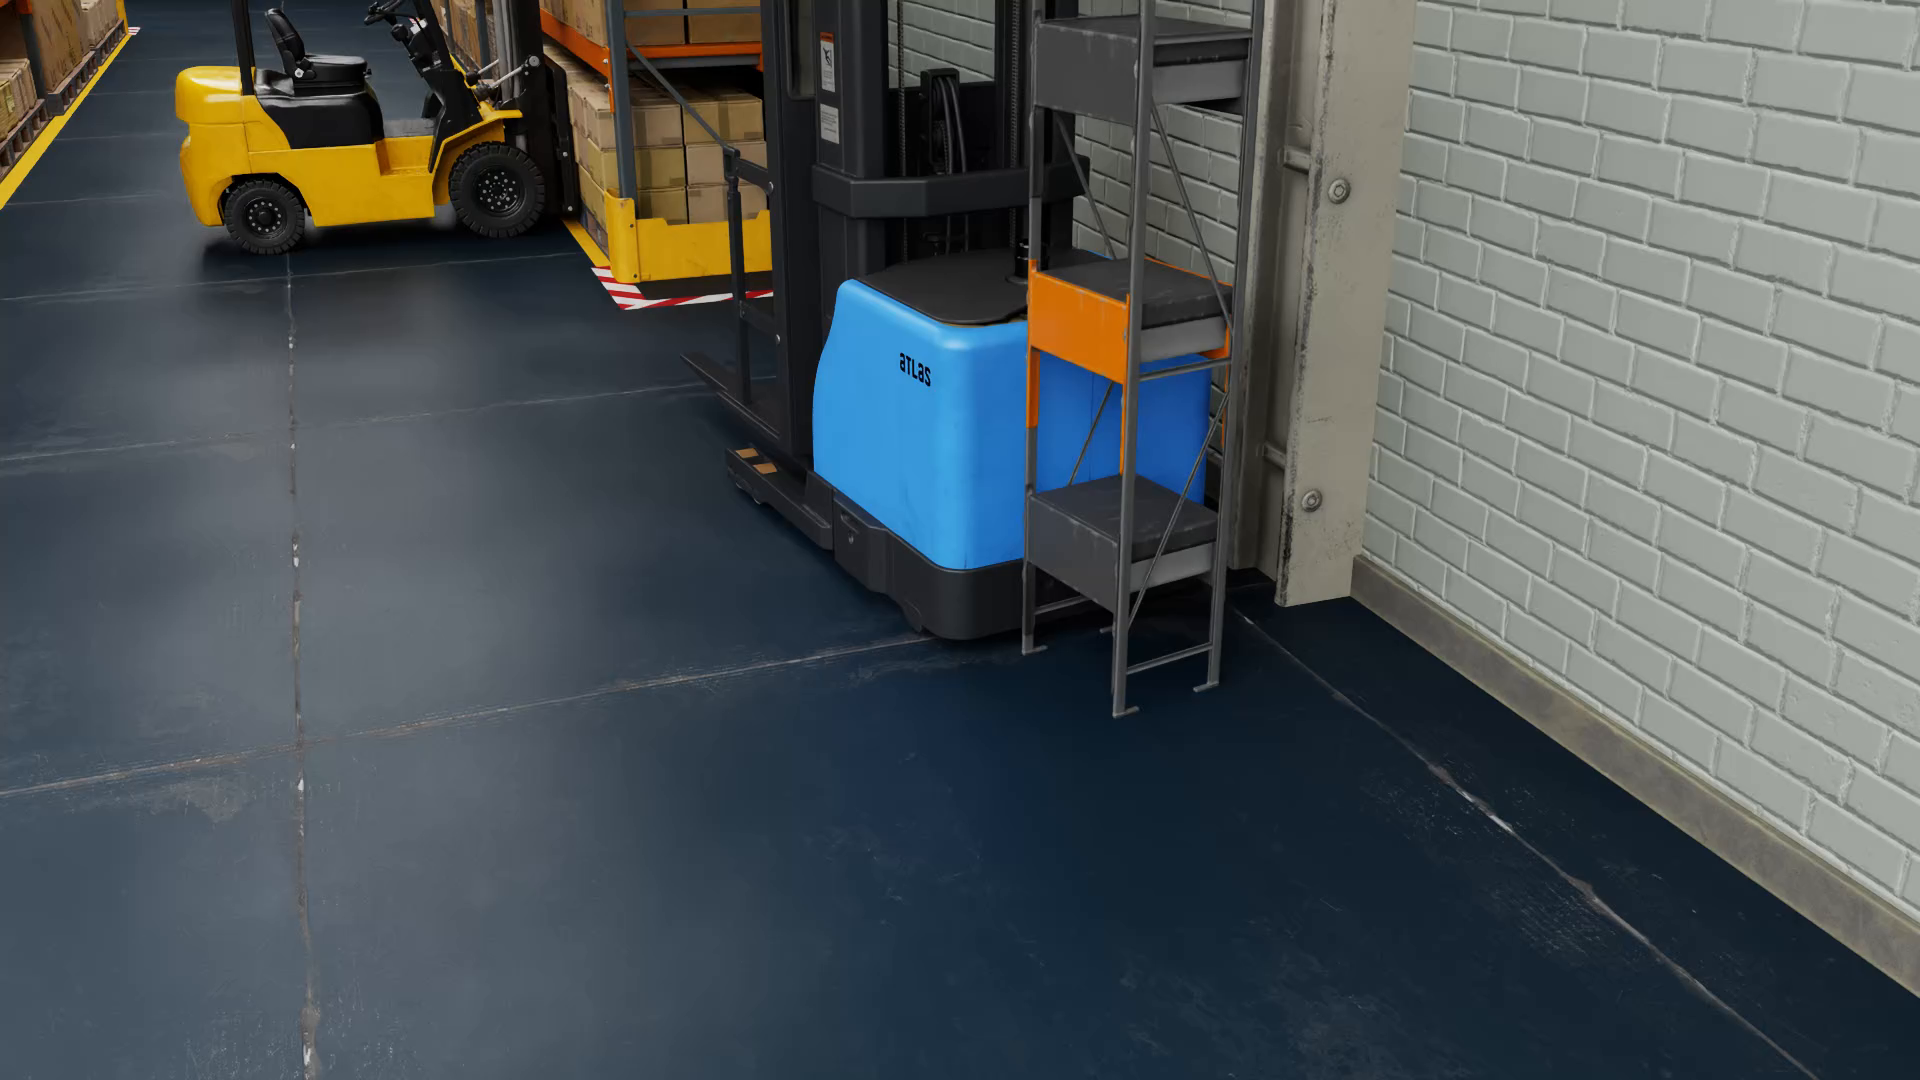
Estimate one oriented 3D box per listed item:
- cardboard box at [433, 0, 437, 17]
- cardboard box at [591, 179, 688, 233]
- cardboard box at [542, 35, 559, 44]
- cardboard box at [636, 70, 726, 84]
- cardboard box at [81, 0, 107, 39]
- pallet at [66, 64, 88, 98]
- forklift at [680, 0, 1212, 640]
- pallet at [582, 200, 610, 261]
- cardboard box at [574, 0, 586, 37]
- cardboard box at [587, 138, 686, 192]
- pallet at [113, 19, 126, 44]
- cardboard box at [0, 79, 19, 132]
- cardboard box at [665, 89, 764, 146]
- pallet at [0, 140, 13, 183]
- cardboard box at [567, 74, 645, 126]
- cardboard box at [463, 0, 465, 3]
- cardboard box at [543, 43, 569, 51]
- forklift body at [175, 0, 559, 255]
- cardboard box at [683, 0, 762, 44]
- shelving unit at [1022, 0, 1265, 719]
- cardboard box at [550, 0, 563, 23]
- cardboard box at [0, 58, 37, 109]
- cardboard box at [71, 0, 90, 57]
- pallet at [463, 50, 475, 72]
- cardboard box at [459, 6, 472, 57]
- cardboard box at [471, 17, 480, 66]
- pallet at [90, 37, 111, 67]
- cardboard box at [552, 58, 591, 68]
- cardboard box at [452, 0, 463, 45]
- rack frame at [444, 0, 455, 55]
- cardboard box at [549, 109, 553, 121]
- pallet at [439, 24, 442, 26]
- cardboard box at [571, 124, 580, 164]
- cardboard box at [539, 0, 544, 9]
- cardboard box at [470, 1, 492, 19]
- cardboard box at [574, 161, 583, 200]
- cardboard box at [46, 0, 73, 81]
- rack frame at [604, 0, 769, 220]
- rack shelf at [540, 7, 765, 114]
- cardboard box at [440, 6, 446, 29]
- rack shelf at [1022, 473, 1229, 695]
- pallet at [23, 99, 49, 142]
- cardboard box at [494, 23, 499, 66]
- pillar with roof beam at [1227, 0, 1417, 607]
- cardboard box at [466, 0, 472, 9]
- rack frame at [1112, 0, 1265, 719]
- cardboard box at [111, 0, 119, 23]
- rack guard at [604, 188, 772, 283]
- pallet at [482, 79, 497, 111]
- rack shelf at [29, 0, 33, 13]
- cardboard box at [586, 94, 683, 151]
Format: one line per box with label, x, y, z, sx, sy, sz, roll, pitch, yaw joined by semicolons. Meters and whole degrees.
cardboard box;-6.705;-7.146;22.021;0.500;0.500;0.500;-8;24;-18
cardboard box;-2.001;-2.102;10.375;0.500;0.250;0.500;-8;24;-19
cardboard box;-3.414;-4.072;14.566;0.875;0.625;0.625;-9;24;-20
cardboard box;-1.878;-3.000;11.218;0.500;0.250;0.500;-9;24;-19
cardboard box;-10.859;-6.307;20.110;0.875;0.438;0.875;-9;25;-21
pallet;-9.643;-4.727;17.193;1.003;0.211;1.213;-8;24;-19
forklift;-0.295;-1.564;6.187;1.130;2.935;3.031;-12;26;-26
pallet;-1.848;-2.035;10.807;1.003;0.211;1.213;-8;24;-19
cardboard box;-2.133;-3.427;10.390;0.500;0.500;0.500;-8;24;-17
cardboard box;-2.004;-2.339;10.293;0.500;0.250;0.500;-9;24;-20
pallet;-11.478;-6.615;21.672;1.003;0.211;1.213;-8;24;-19
cardboard box;-8.287;-3.505;13.547;0.950;0.372;0.625;-8;24;-17
cardboard box;-1.532;-2.636;10.354;0.500;0.250;0.500;-9;24;-20
pallet;-7.871;-2.817;12.662;1.003;0.211;1.213;-8;24;-19
cardboard box;-2.367;-2.927;11.044;0.500;0.250;0.500;-8;24;-18
cardboard box;-5.466;-6.207;18.956;0.380;0.149;0.250;-8;24;-19
cardboard box;-3.075;-3.670;12.807;0.500;0.250;0.500;-9;24;-20
forklift body;-3.916;-3.096;10.826;2.313;2.155;1.214;-8;24;-19
cardboard box;-1.454;-3.312;10.118;0.500;0.500;0.500;-8;24;-17
shelving unit;0.502;-0.556;4.866;0.431;2.100;0.503;-14;26;-29
cardboard box;-2.502;-3.794;11.261;0.500;0.500;0.500;-8;24;-19
cardboard box;-8.817;-4.049;14.836;0.950;0.372;0.625;-10;25;-23
cardboard box;-10.127;-5.726;18.169;0.875;0.875;0.875;-8;24;-17
pallet;-5.021;-5.389;18.764;1.003;0.211;1.213;-8;24;-19
cardboard box;-5.271;-5.680;18.542;0.500;0.500;0.500;-9;25;-21
cardboard box;-4.883;-5.304;17.650;0.500;0.500;0.500;-9;24;-20
pallet;-10.616;-5.728;19.568;1.003;0.211;1.213;-8;24;-19
cardboard box;-2.717;-3.304;11.938;0.500;0.250;0.500;-7;24;-17
cardboard box;-5.621;-6.051;19.423;0.500;0.500;0.500;-9;24;-20
rack frame;-5.778;-7.408;19.965;1.000;3.000;0.127;-8;24;-19
cardboard box;-2.724;-3.073;12.036;0.500;0.250;0.500;-9;24;-19
pallet;-6.455;-6.817;22.152;1.003;0.211;1.213;-8;24;-19
cardboard box;-2.373;-2.707;11.167;0.500;0.250;0.500;-9;24;-20
cardboard box;-2.840;-4.164;12.138;0.500;0.500;0.500;-8;24;-18
cardboard box;-4.902;-5.535;17.363;0.380;0.149;0.250;-10;25;-22
cardboard box;-2.336;-2.467;11.241;0.500;0.250;0.500;-8;24;-18
cardboard box;-9.485;-5.074;16.621;0.875;0.875;0.875;-8;24;-18
rack frame;-1.539;-3.048;9.620;1.000;3.000;0.127;-8;24;-19
rack shelf;-2.246;-3.443;11.484;1.077;0.370;4.000;-8;24;-19
cardboard box;-6.376;-6.634;21.107;0.396;0.266;0.258;-7;24;-17
rack shelf;0.503;0.102;5.143;0.431;0.518;0.480;-14;26;-29
pallet;-8.733;-3.703;14.765;1.003;0.211;1.213;-8;24;-19
cardboard box;-3.920;-4.589;15.793;0.875;0.625;0.625;-8;24;-17
pillar with roof beam;-2.850;-3.419;2.775;9.100;9.000;0.400;-8;24;-19
cardboard box;-5.219;-5.926;18.290;0.380;0.149;0.250;-10;25;-22
rack frame;0.631;-0.476;4.675;0.400;2.100;0.015;-14;26;-29
cardboard box;-11.507;-6.966;21.674;0.875;0.438;0.875;-9;25;-21
rack guard;-1.531;-1.888;10.085;1.175;0.500;0.348;-8;24;-19
pallet;-4.111;-4.366;16.336;1.003;0.211;1.213;-8;24;-19
rack shelf;-9.714;-5.668;16.761;1.077;0.370;4.000;-8;24;-19
cardboard box;-1.994;-2.560;10.174;0.500;0.250;0.500;-8;24;-17
